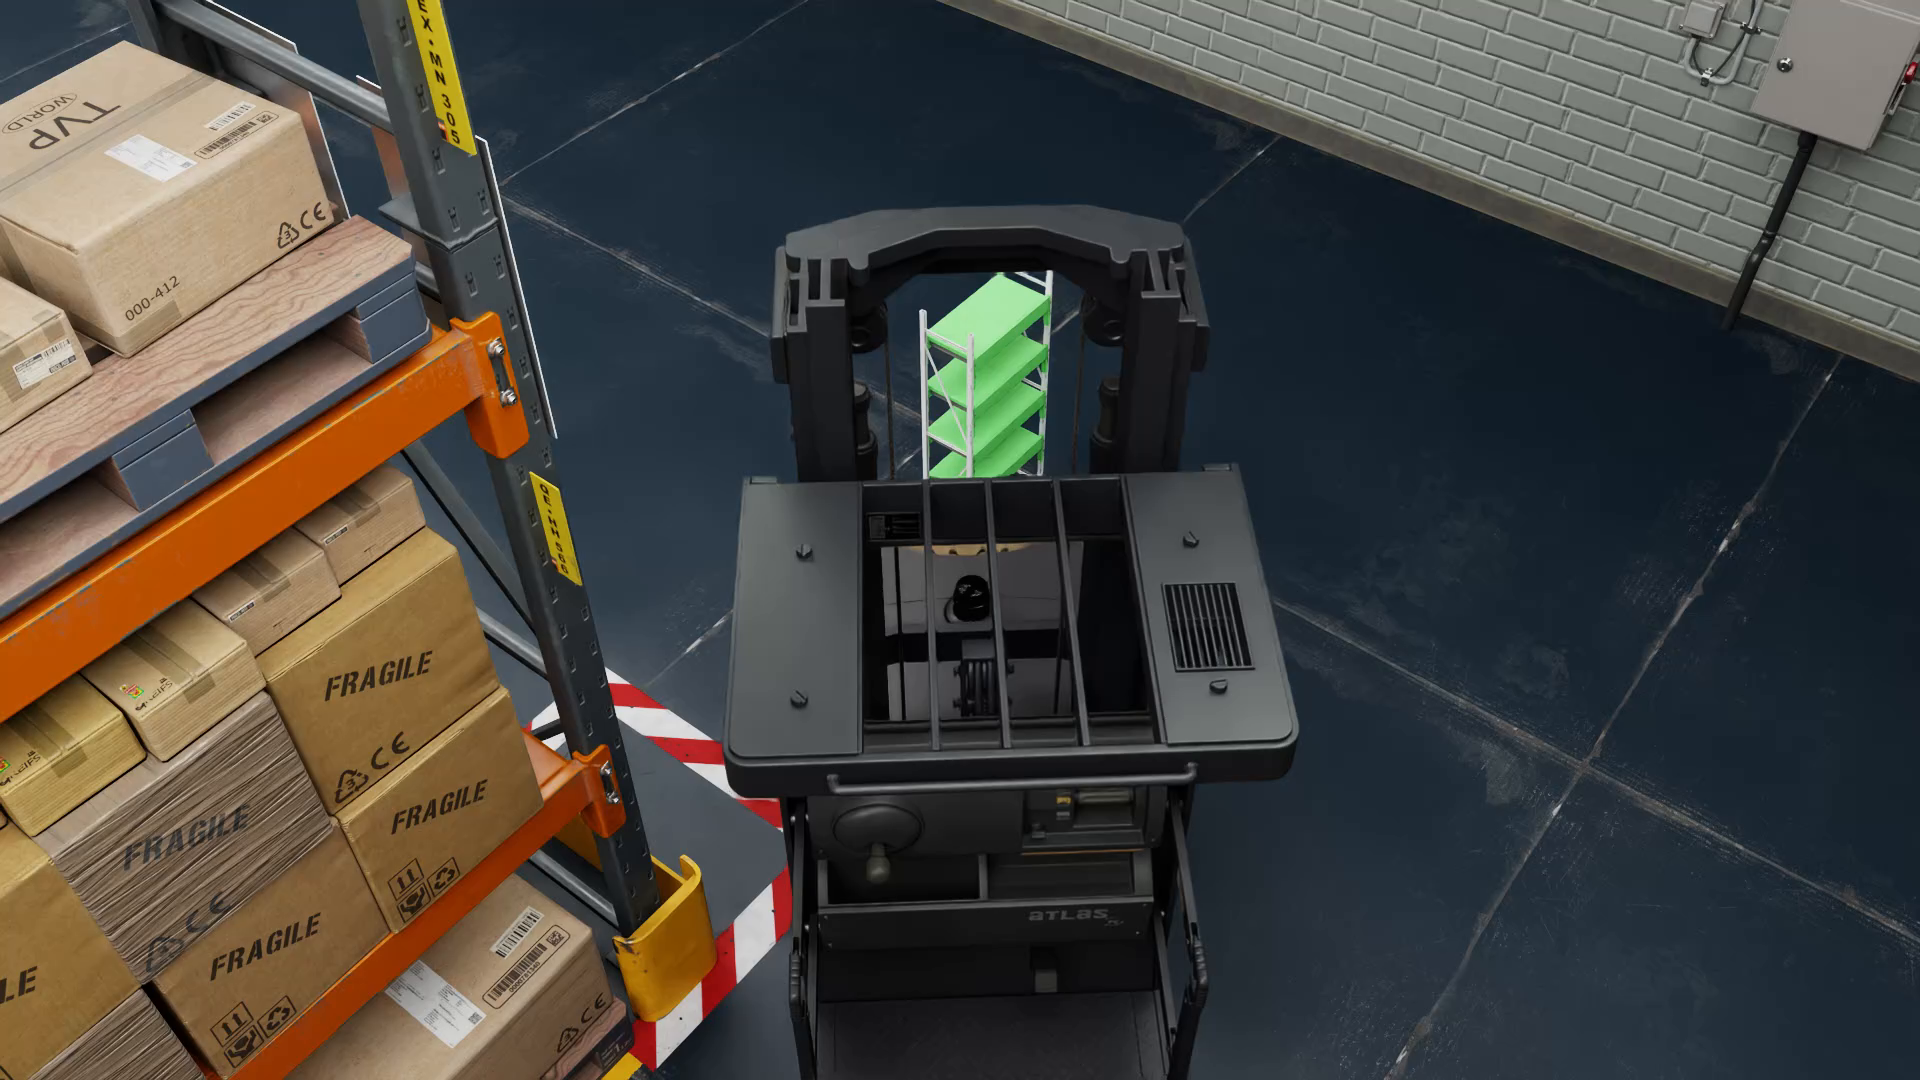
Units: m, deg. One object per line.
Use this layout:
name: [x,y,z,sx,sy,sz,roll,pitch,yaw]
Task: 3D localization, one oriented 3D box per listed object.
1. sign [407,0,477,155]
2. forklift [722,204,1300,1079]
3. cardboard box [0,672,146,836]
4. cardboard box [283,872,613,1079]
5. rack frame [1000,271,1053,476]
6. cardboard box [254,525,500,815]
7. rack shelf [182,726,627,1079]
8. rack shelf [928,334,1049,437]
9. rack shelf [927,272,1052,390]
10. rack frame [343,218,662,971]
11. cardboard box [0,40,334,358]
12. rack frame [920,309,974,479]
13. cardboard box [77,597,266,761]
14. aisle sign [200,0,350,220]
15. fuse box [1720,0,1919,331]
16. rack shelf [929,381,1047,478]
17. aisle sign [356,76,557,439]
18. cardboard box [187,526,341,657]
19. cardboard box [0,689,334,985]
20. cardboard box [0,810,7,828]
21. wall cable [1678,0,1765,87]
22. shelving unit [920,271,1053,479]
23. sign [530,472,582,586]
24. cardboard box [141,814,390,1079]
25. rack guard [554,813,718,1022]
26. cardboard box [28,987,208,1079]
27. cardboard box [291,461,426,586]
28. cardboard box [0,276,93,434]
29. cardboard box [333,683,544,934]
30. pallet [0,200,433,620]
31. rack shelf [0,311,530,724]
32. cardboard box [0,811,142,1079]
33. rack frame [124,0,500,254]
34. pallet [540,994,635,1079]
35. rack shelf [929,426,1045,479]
sign: [-0.948,-0.856,3.026,0.100,0.325,0.005,29,53,25]
forklift: [0.082,0.777,4.145,1.130,2.935,3.031,-2,46,-2]
cardboard box: [-1.844,0.367,3.281,0.380,0.149,0.250,30,53,26]
cardboard box: [-1.693,1.372,5.011,0.875,0.438,0.875,27,52,24]
rack frame: [0.250,-0.649,6.705,0.240,1.200,0.015,29,53,25]
cardboard box: [-1.475,0.212,3.878,0.500,0.500,0.500,31,54,26]
rack shelf: [-2.592,1.603,3.806,1.077,0.370,4.000,29,53,25]
rack shelf: [0.101,-0.631,6.444,0.258,0.148,0.480,29,53,25]
rack shelf: [0.101,-0.797,6.270,0.258,0.148,0.480,29,53,25]
rack frame: [-1.369,0.210,4.639,1.000,3.000,0.127,29,53,25]
cardboard box: [-1.573,-0.656,3.137,0.500,0.250,0.500,25,51,22]
rack frame: [-0.048,-0.370,6.438,0.240,1.200,0.015,29,53,25]
cardboard box: [-1.657,0.241,3.401,0.380,0.149,0.250,29,53,25]
aisle sign: [-1.554,-0.857,3.861,0.394,0.787,0.004,29,53,25]
fuse box: [3.633,-1.569,7.230,0.539,1.711,0.414,29,53,25]
rack shelf: [0.101,-0.465,6.618,0.258,0.148,0.480,29,53,25]
aisle sign: [-1.080,-0.592,3.608,0.394,0.787,0.004,29,53,25]
cardboard box: [-1.566,0.056,3.577,0.380,0.149,0.250,30,53,26]
cardboard box: [-1.772,0.524,3.580,0.500,0.500,0.500,29,53,25]
cardboard box: [-2.060,0.485,3.168,0.380,0.149,0.250,29,53,25]
wall cable: [3.189,-2.757,6.771,0.588,1.984,0.122,29,53,25]
shelving unit: [0.101,-0.509,6.571,0.258,1.200,0.503,29,53,25]
sign: [-0.948,-0.024,3.898,0.100,0.325,0.005,29,53,25]
cardboard box: [-1.773,0.849,3.960,0.500,0.500,0.500,28,52,24]
rack guard: [-1.354,1.060,5.556,1.175,0.500,0.348,29,53,25]
cardboard box: [-2.080,1.148,3.675,0.500,0.500,0.500,31,54,26]
cardboard box: [-1.430,-0.100,3.726,0.380,0.149,0.250,30,53,25]
cardboard box: [-1.766,-0.346,2.911,0.380,0.149,0.250,25,51,22]
cardboard box: [-1.454,0.569,4.228,0.500,0.500,0.500,29,53,25]
pallet: [-1.814,-0.366,3.177,1.003,0.211,1.213,29,53,25]
rack shelf: [-2.592,0.567,2.722,1.077,0.370,4.000,29,53,25]
cardboard box: [-2.077,0.805,3.311,0.500,0.500,0.500,29,53,25]
rack frame: [-1.369,-1.862,2.470,1.000,3.000,0.127,29,53,25]
pallet: [-1.796,1.666,5.178,1.003,0.211,1.213,29,53,25]
rack shelf: [0.101,-0.299,6.791,0.258,0.148,0.480,29,53,25]
